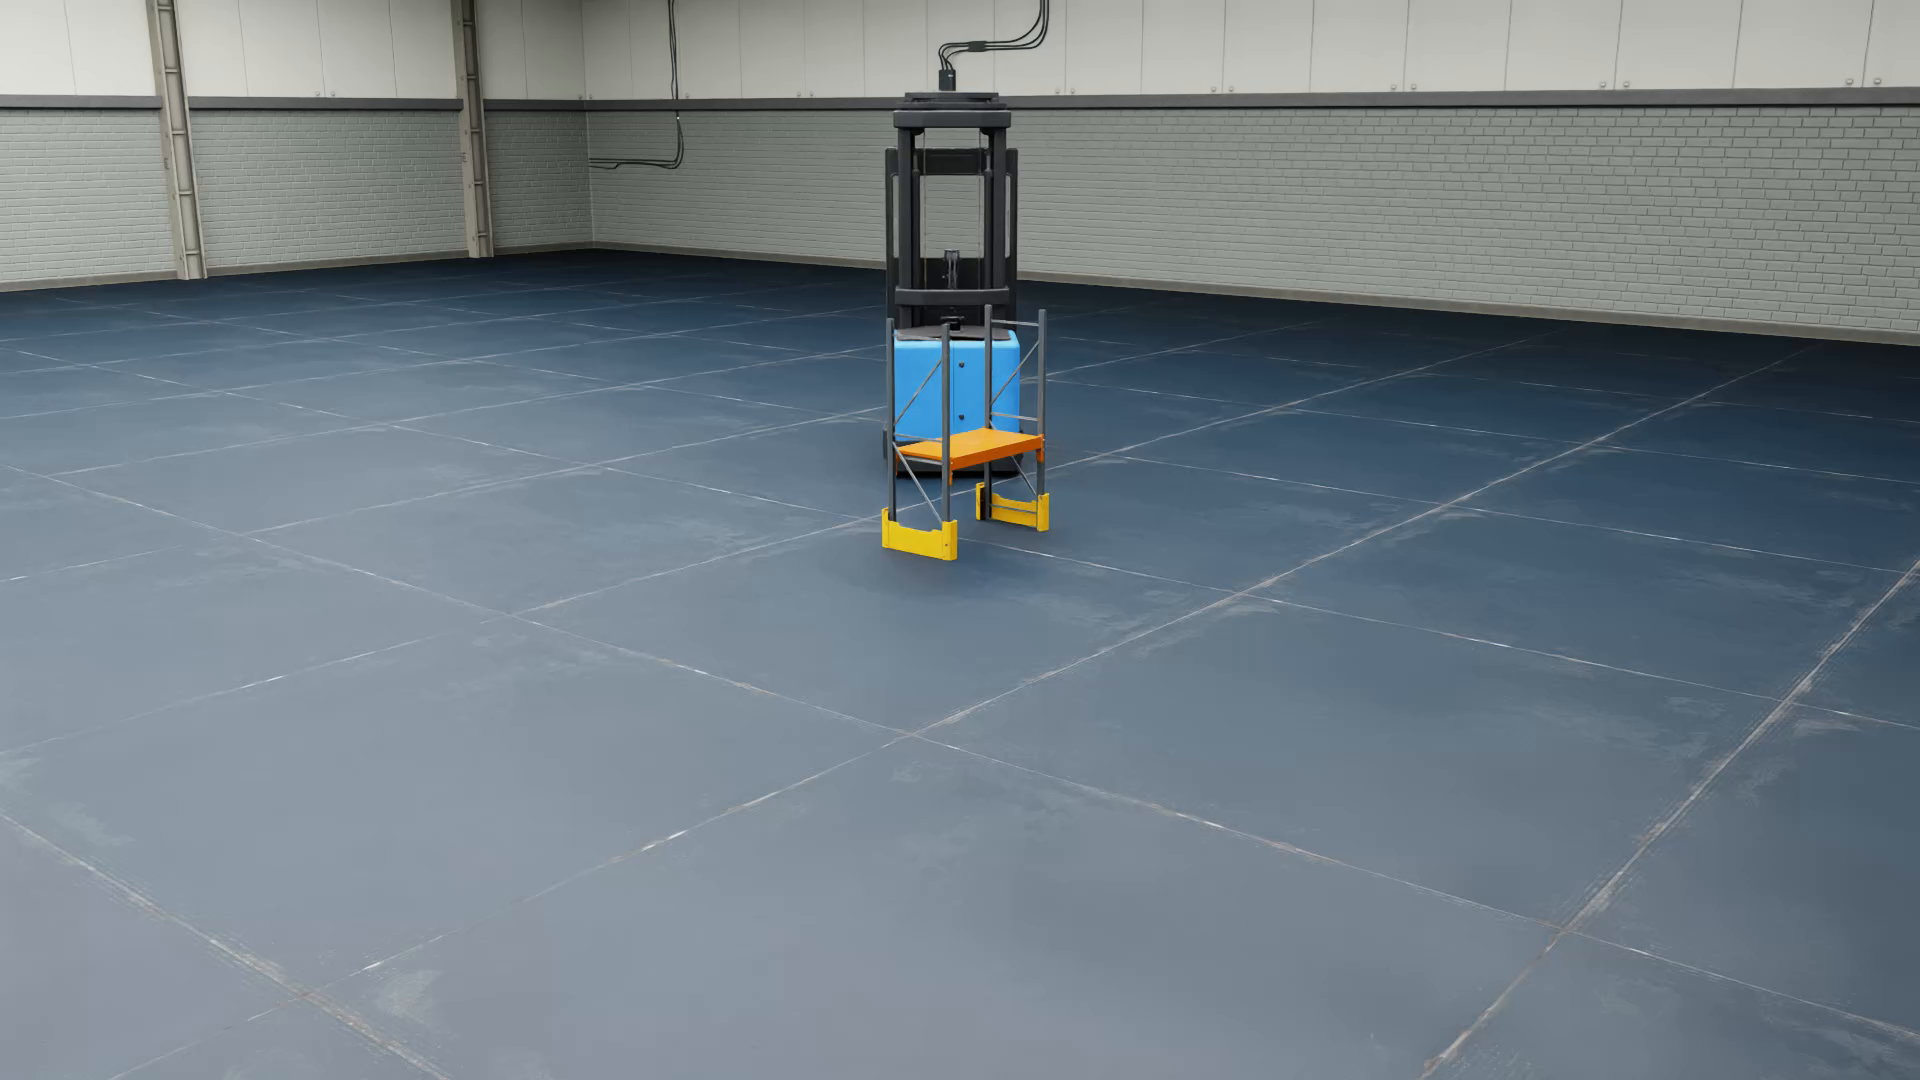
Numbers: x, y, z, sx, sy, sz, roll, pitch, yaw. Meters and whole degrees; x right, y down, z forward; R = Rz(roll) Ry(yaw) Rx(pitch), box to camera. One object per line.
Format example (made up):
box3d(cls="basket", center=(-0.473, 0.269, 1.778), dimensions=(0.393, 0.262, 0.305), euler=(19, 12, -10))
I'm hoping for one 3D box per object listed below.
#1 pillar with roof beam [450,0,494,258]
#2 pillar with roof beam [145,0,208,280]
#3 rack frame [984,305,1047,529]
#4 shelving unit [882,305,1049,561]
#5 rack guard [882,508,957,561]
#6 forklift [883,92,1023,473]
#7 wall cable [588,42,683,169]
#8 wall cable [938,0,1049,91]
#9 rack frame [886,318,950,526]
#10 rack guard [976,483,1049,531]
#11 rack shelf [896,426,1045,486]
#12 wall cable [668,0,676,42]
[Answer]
box3d(cls="pillar with roof beam", center=(-6.364, -9.439, 30.002), dimensions=(9.100, 9.000, 0.400), euler=(11, 18, 38))
box3d(cls="pillar with roof beam", center=(-10.135, -8.290, 25.479), dimensions=(9.100, 9.000, 0.400), euler=(11, 18, 38))
box3d(cls="rack frame", center=(0.373, -0.841, 11.386), dimensions=(0.500, 1.500, 0.032), euler=(11, 18, 38))
box3d(cls="shelving unit", center=(0.048, -0.742, 10.996), dimensions=(0.587, 1.500, 1.083), euler=(11, 18, 38))
box3d(cls="rack guard", center=(-0.265, -0.040, 10.774), dimensions=(0.587, 0.250, 0.087), euler=(11, 18, 38))
box3d(cls="forklift", center=(-0.074, -2.257, 14.054), dimensions=(1.130, 2.935, 3.031), euler=(0, 14, -1))
box3d(cls="wall cable", center=(-6.832, -8.960, 34.422), dimensions=(3.097, 2.526, 0.112), euler=(11, 18, 38))
box3d(cls="wall cable", center=(0.542, -10.641, 27.826), dimensions=(2.305, 6.003, 0.169), euler=(11, 18, 38))
box3d(cls="rack frame", center=(-0.266, -0.646, 10.619), dimensions=(0.500, 1.500, 0.032), euler=(11, 18, 38))
box3d(cls="rack guard", center=(0.361, -0.231, 11.525), dimensions=(0.587, 0.250, 0.087), euler=(11, 18, 38))
box3d(cls="rack shelf", center=(0.054, -0.569, 11.047), dimensions=(0.538, 0.185, 1.000), euler=(11, 18, 38))
box3d(cls="wall cable", center=(-4.728, -10.989, 32.152), dimensions=(3.097, 2.526, 0.112), euler=(11, 18, 38))
